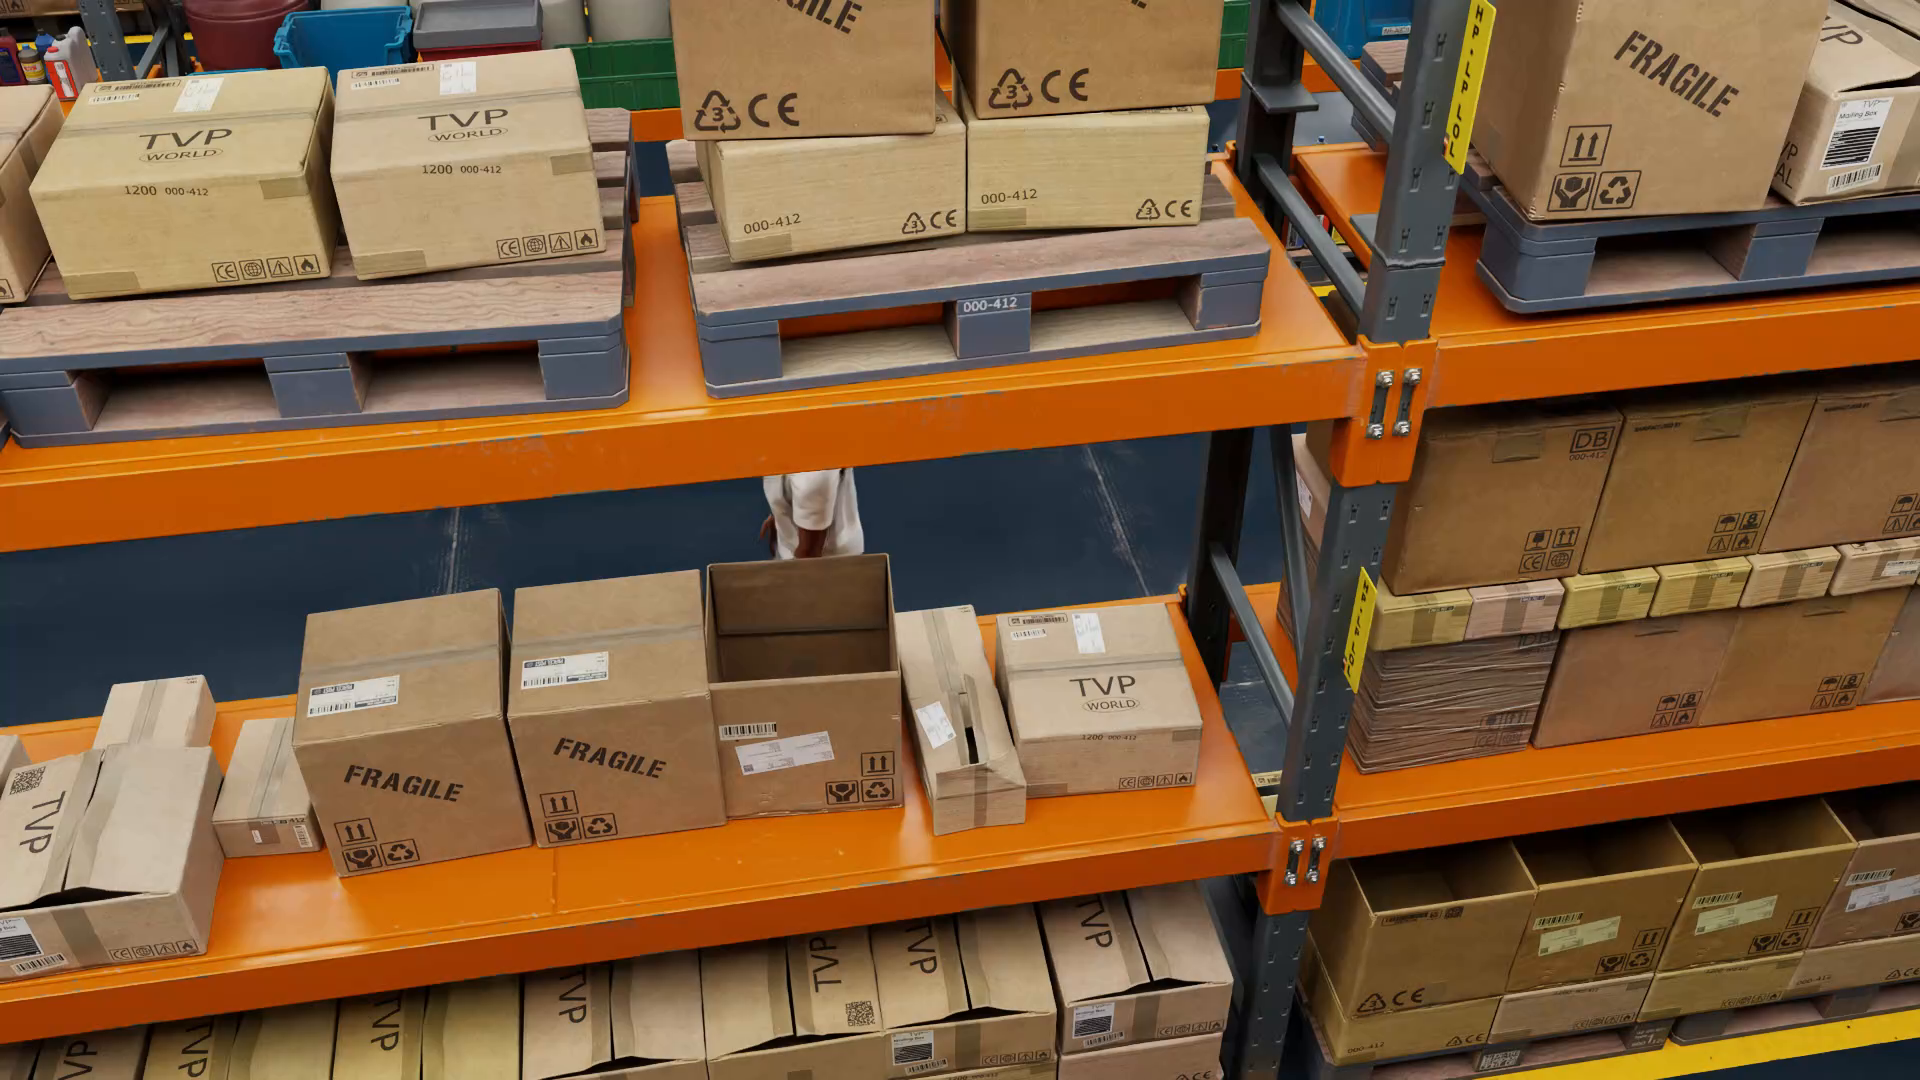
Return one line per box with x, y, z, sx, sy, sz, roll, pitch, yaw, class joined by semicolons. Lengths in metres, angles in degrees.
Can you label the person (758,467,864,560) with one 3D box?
-0.582;0.041;6.123;0.453;1.717;0.591;-6;39;-8;person
